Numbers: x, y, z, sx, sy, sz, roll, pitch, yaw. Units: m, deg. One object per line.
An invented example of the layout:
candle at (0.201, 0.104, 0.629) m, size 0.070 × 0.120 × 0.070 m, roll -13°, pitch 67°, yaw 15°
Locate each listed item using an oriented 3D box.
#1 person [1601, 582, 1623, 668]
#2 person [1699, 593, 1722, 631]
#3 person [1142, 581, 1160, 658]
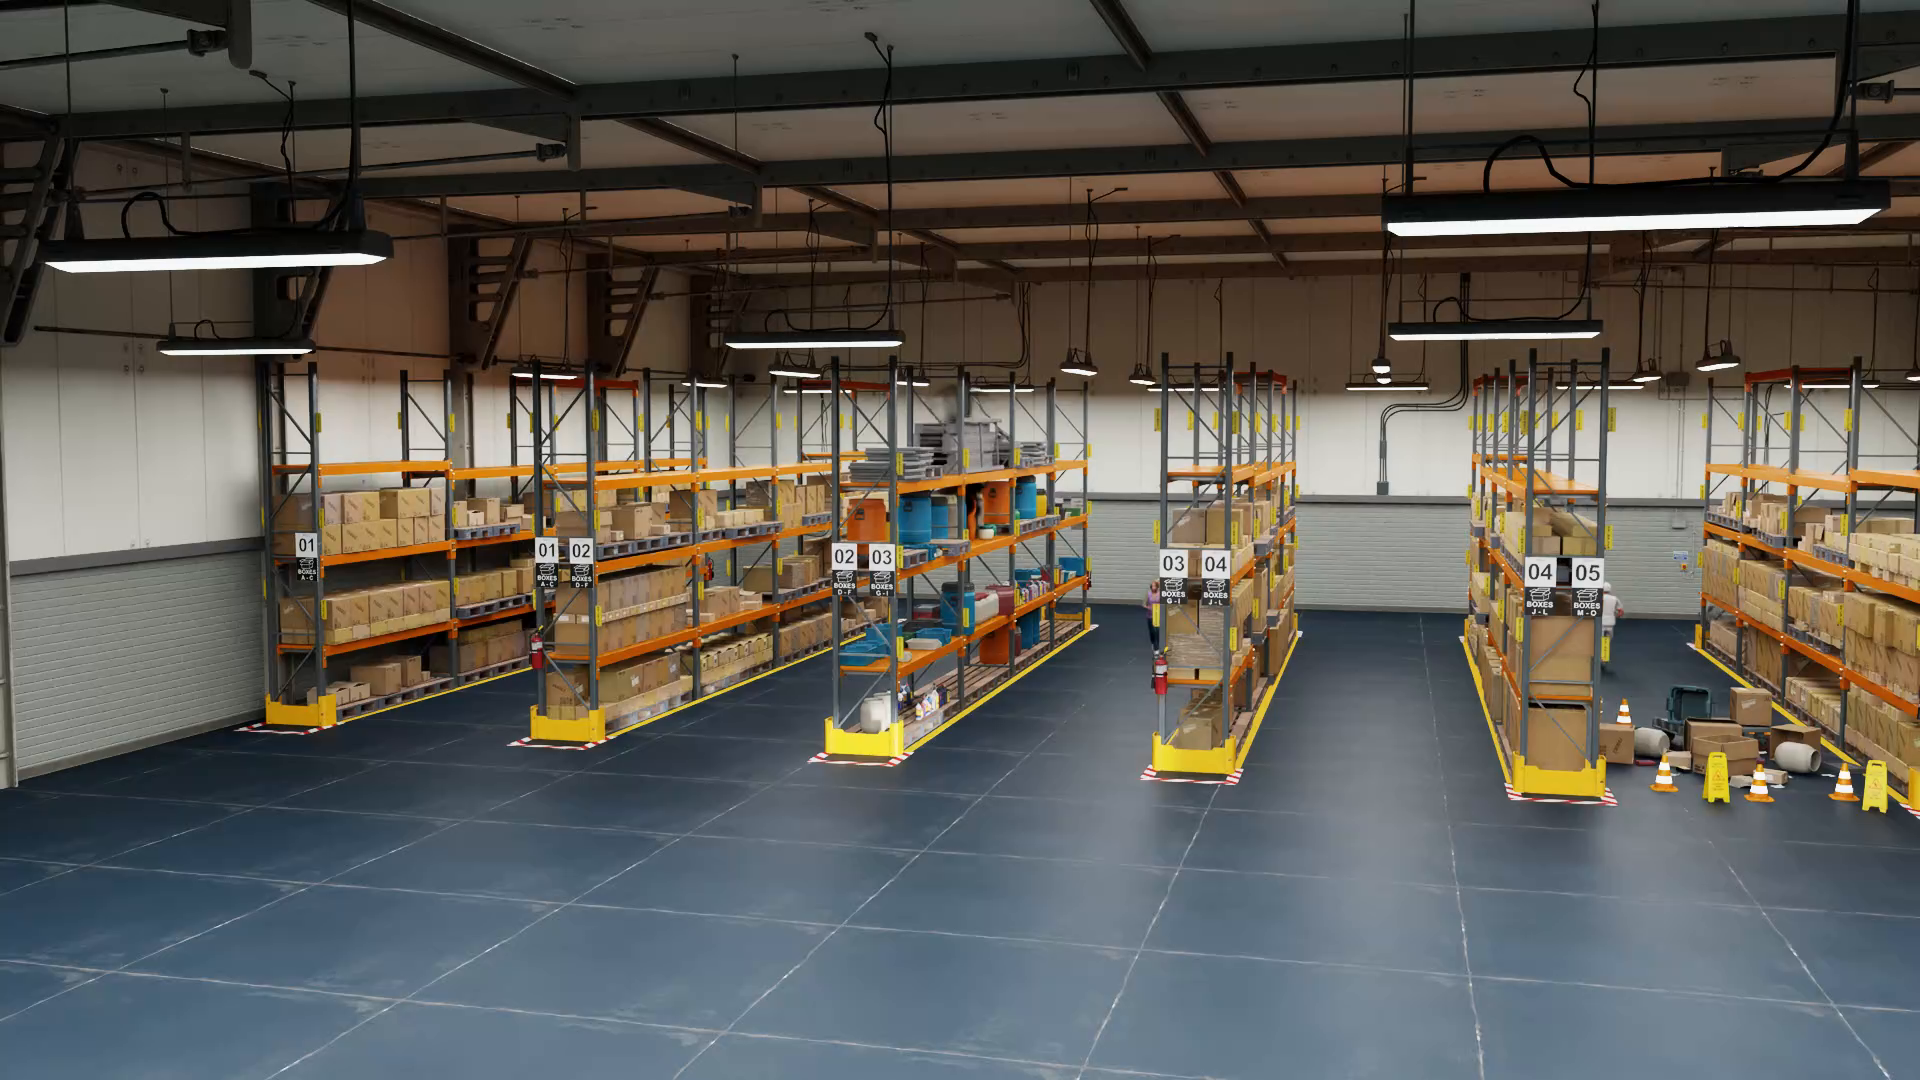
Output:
person at (13.211, 1.737, 34.017) m, size 0.663 × 1.745 × 0.597 m, roll 1°, pitch 4°, yaw 8°
person at (17.429, 1.496, 38.452) m, size 0.662 × 1.592 × 0.506 m, roll 0°, pitch 4°, yaw 3°
person at (4.181, 1.678, 35.766) m, size 0.537 × 1.609 × 0.875 m, roll 1°, pitch 4°, yaw 9°
